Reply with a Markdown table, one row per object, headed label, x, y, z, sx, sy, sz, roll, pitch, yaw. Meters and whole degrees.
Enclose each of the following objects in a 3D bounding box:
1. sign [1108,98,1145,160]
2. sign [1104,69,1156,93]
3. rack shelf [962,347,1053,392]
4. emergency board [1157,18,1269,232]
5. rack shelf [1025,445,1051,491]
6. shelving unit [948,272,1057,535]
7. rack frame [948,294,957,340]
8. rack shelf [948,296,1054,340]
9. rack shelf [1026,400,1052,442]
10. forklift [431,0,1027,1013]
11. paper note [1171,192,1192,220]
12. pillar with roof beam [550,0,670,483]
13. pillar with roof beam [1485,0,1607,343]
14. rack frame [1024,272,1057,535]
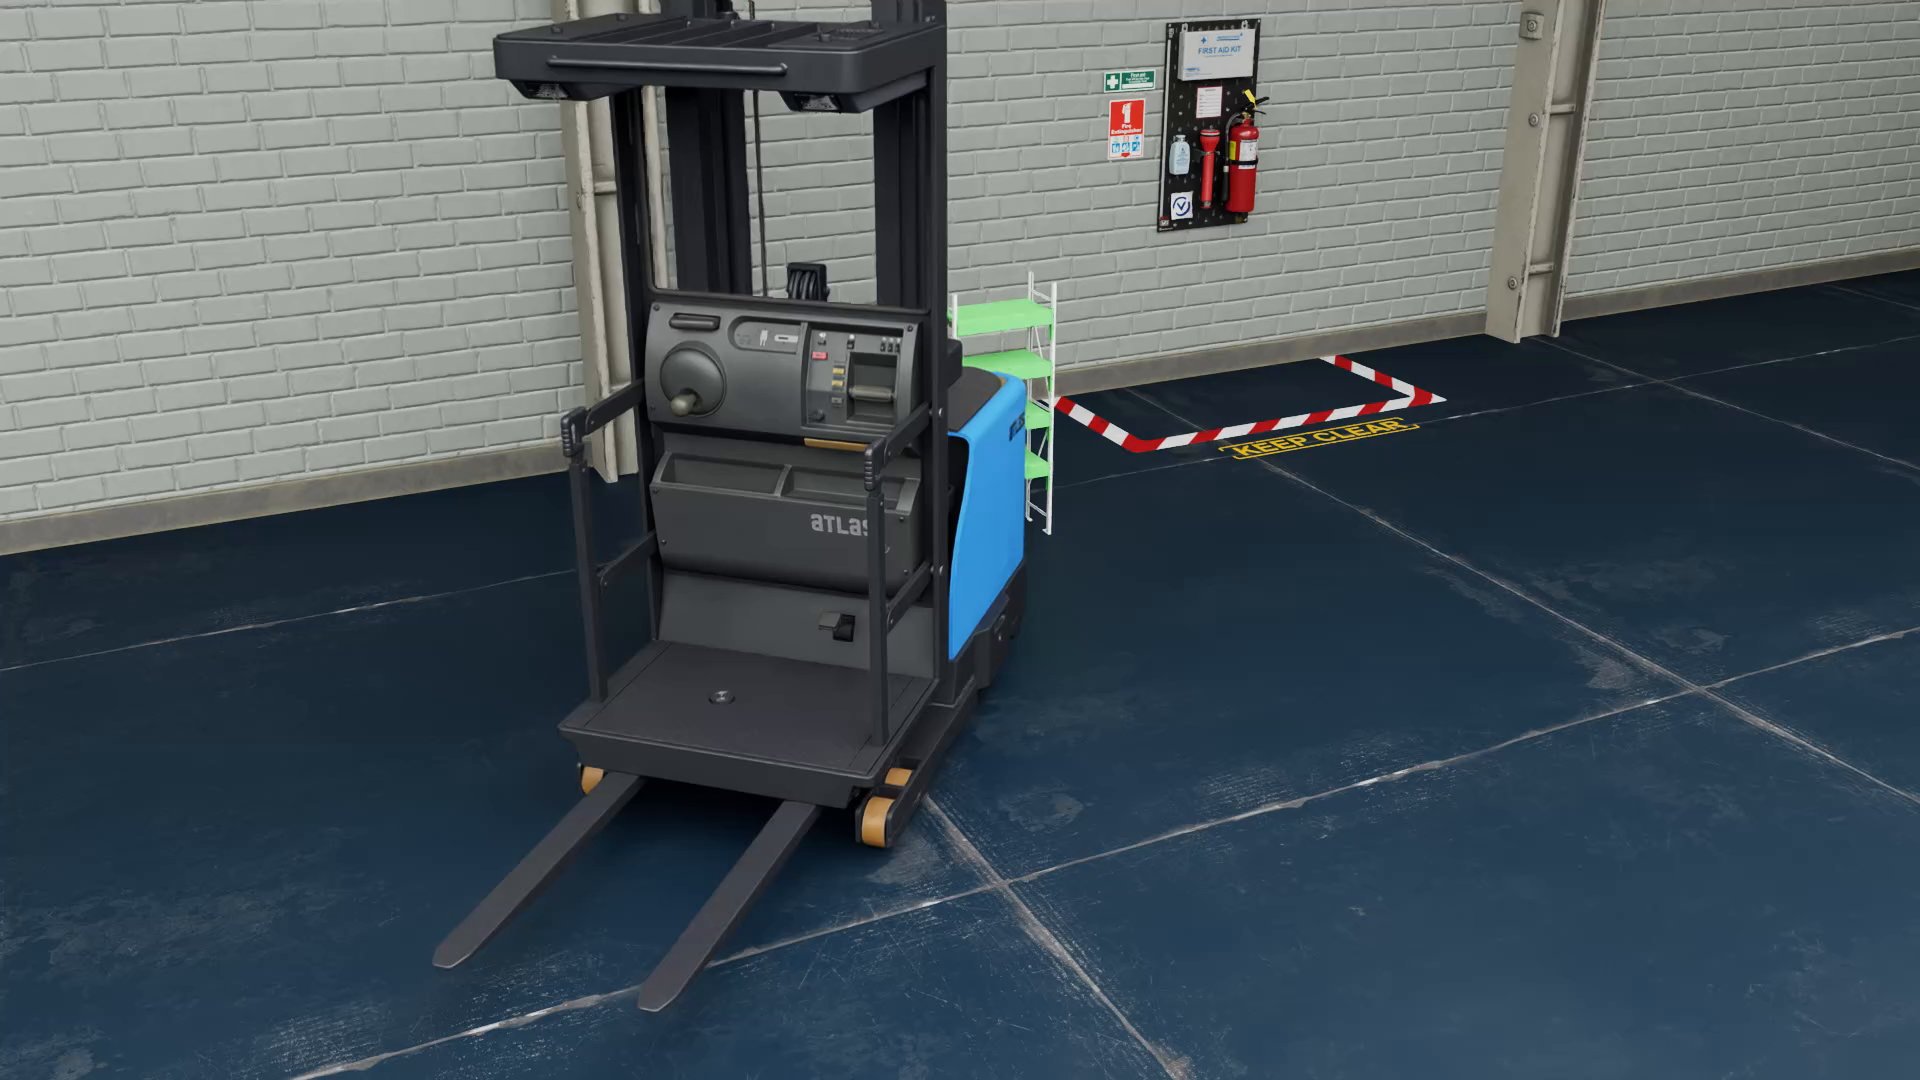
| label | x | y | z | sx | sy | sz | roll | pitch | yaw |
| --- | --- | --- | --- | --- | --- | --- | --- | --- | --- |
| sign | 0.940 | -2.320 | 9.385 | 0.234 | 0.329 | 0.001 | -10 | 25 | -24 |
| sign | 0.948 | -2.562 | 9.278 | 0.331 | 0.109 | 0.001 | -10 | 25 | -24 |
| rack shelf | 0.149 | -0.745 | 7.519 | 0.480 | 0.148 | 0.258 | -10 | 25 | -24 |
| emergency board | 1.483 | -2.359 | 9.528 | 0.643 | 1.169 | 0.194 | -10 | 25 | -24 |
| rack shelf | 0.149 | -0.301 | 7.703 | 0.480 | 0.148 | 0.258 | -10 | 25 | -24 |
| shelving unit | 0.149 | -0.582 | 7.587 | 0.503 | 1.200 | 0.258 | -10 | 25 | -24 |
| rack frame | -0.071 | -0.541 | 7.489 | 0.015 | 1.200 | 0.240 | -10 | 25 | -24 |
| rack shelf | 0.149 | -0.966 | 7.428 | 0.480 | 0.148 | 0.258 | -10 | 25 | -24 |
| rack shelf | 0.149 | -0.523 | 7.611 | 0.480 | 0.148 | 0.258 | -10 | 25 | -24 |
| forklift | -0.647 | -0.532 | 5.204 | 1.130 | 2.935 | 3.031 | 7 | 23 | 16 |
| paper note | 1.293 | -1.947 | 9.683 | 0.142 | 0.148 | 0.016 | -10 | 25 | -24 |
| pillar with roof beam | 0.187 | -3.049 | 3.350 | 0.400 | 9.000 | 9.100 | -10 | 25 | -24 |
| pillar with roof beam | 5.593 | -4.044 | 5.755 | 0.400 | 9.000 | 9.100 | -10 | 25 | -24 |
| rack frame | 0.369 | -0.622 | 7.685 | 0.015 | 1.200 | 0.240 | -10 | 25 | -24 |
